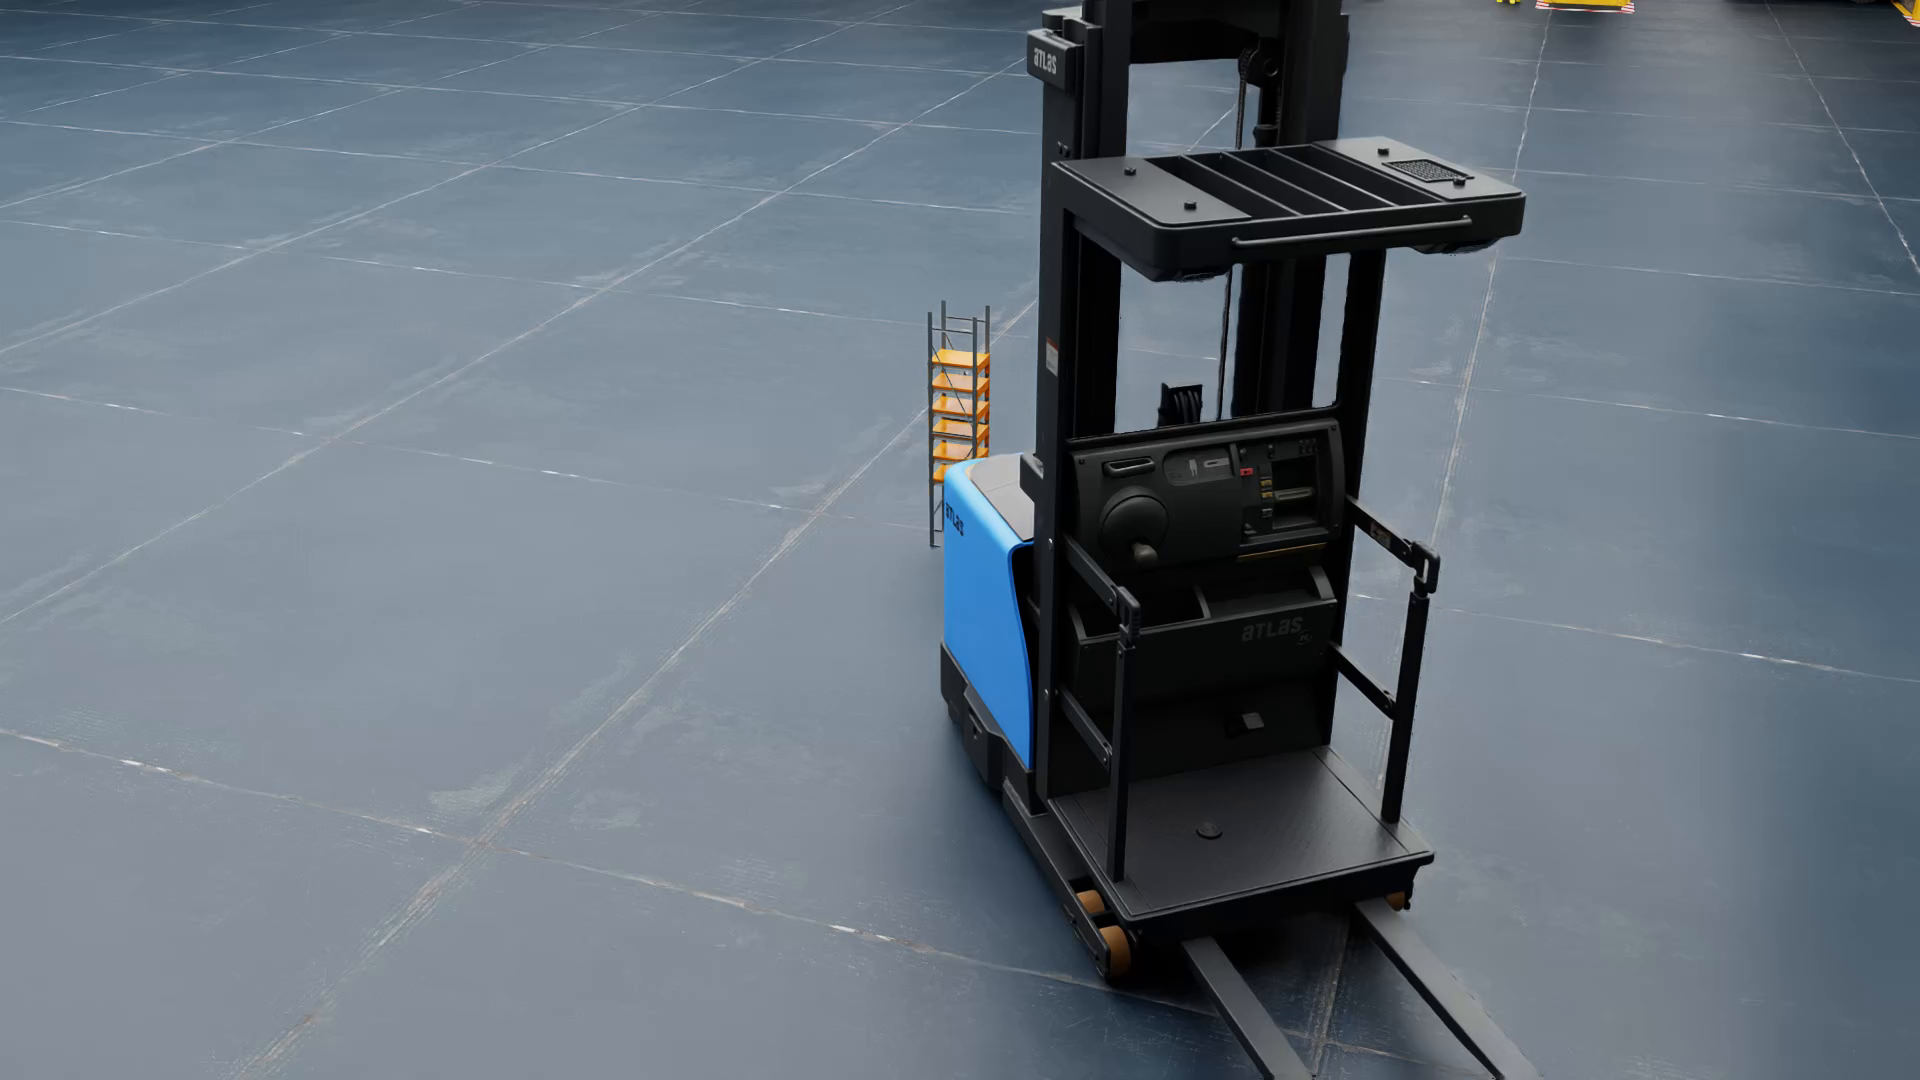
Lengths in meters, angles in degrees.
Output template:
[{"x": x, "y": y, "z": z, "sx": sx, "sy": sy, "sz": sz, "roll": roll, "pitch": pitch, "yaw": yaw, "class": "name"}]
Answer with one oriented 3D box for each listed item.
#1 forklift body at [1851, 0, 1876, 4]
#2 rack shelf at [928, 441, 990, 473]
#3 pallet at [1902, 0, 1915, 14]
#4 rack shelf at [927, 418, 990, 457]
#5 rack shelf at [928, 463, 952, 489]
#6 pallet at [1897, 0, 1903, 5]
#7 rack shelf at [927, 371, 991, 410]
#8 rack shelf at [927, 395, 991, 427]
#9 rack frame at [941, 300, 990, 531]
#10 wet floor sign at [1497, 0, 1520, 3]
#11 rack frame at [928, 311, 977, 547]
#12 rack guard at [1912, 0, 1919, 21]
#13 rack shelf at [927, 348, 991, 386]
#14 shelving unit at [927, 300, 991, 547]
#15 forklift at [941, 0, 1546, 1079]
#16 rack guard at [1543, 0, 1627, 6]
[{"x": 12.881, "y": -9.273, "z": 24.935, "sx": 2.313, "sy": 2.155, "sz": 1.214, "roll": 9, "pitch": 27, "yaw": 17, "class": "forklift body"}, {"x": -0.005, "y": -0.386, "z": 8.048, "sx": 0.258, "sy": 0.103, "sz": 0.180, "roll": 9, "pitch": 27, "yaw": 17, "class": "rack shelf"}, {"x": 14.185, "y": -7.677, "z": 23.863, "sx": 1.003, "sy": 0.211, "sz": 1.213, "roll": 9, "pitch": 27, "yaw": 17, "class": "pallet"}, {"x": -0.005, "y": -0.494, "z": 7.996, "sx": 0.258, "sy": 0.103, "sz": 0.180, "roll": 9, "pitch": 27, "yaw": 17, "class": "rack shelf"}, {"x": -0.005, "y": -0.278, "z": 8.100, "sx": 0.258, "sy": 0.103, "sz": 0.180, "roll": 9, "pitch": 27, "yaw": 17, "class": "rack shelf"}, {"x": 14.593, "y": -8.177, "z": 24.895, "sx": 1.003, "sy": 0.211, "sz": 1.213, "roll": 9, "pitch": 27, "yaw": 17, "class": "pallet"}, {"x": -0.005, "y": -0.710, "z": 7.891, "sx": 0.258, "sy": 0.103, "sz": 0.180, "roll": 9, "pitch": 27, "yaw": 17, "class": "rack shelf"}, {"x": -0.005, "y": -0.602, "z": 7.943, "sx": 0.258, "sy": 0.103, "sz": 0.180, "roll": 9, "pitch": 27, "yaw": 17, "class": "rack shelf"}, {"x": 0.026, "y": -0.572, "z": 8.054, "sx": 0.240, "sy": 1.200, "sz": 0.006, "roll": 9, "pitch": 27, "yaw": 17, "class": "rack frame"}, {"x": 8.216, "y": -8.347, "z": 24.750, "sx": 0.267, "sy": 0.644, "sz": 0.232, "roll": 20, "pitch": 32, "yaw": 35, "class": "wet floor sign"}, {"x": -0.035, "y": -0.496, "z": 7.899, "sx": 0.240, "sy": 1.200, "sz": 0.006, "roll": 9, "pitch": 27, "yaw": 17, "class": "rack frame"}, {"x": 13.962, "y": -7.477, "z": 23.118, "sx": 1.175, "sy": 0.500, "sz": 0.348, "roll": 9, "pitch": 27, "yaw": 17, "class": "rack guard"}, {"x": -0.005, "y": -0.818, "z": 7.839, "sx": 0.258, "sy": 0.103, "sz": 0.180, "roll": 9, "pitch": 27, "yaw": 17, "class": "rack shelf"}, {"x": -0.005, "y": -0.534, "z": 7.976, "sx": 0.258, "sy": 1.200, "sz": 0.189, "roll": 9, "pitch": 27, "yaw": 17, "class": "shelving unit"}, {"x": 0.871, "y": -0.111, "z": 5.116, "sx": 1.130, "sy": 2.935, "sz": 3.031, "roll": -8, "pitch": 27, "yaw": -17, "class": "forklift"}, {"x": 9.313, "y": -8.236, "z": 24.687, "sx": 1.175, "sy": 0.500, "sz": 0.348, "roll": 9, "pitch": 27, "yaw": 17, "class": "rack guard"}]
